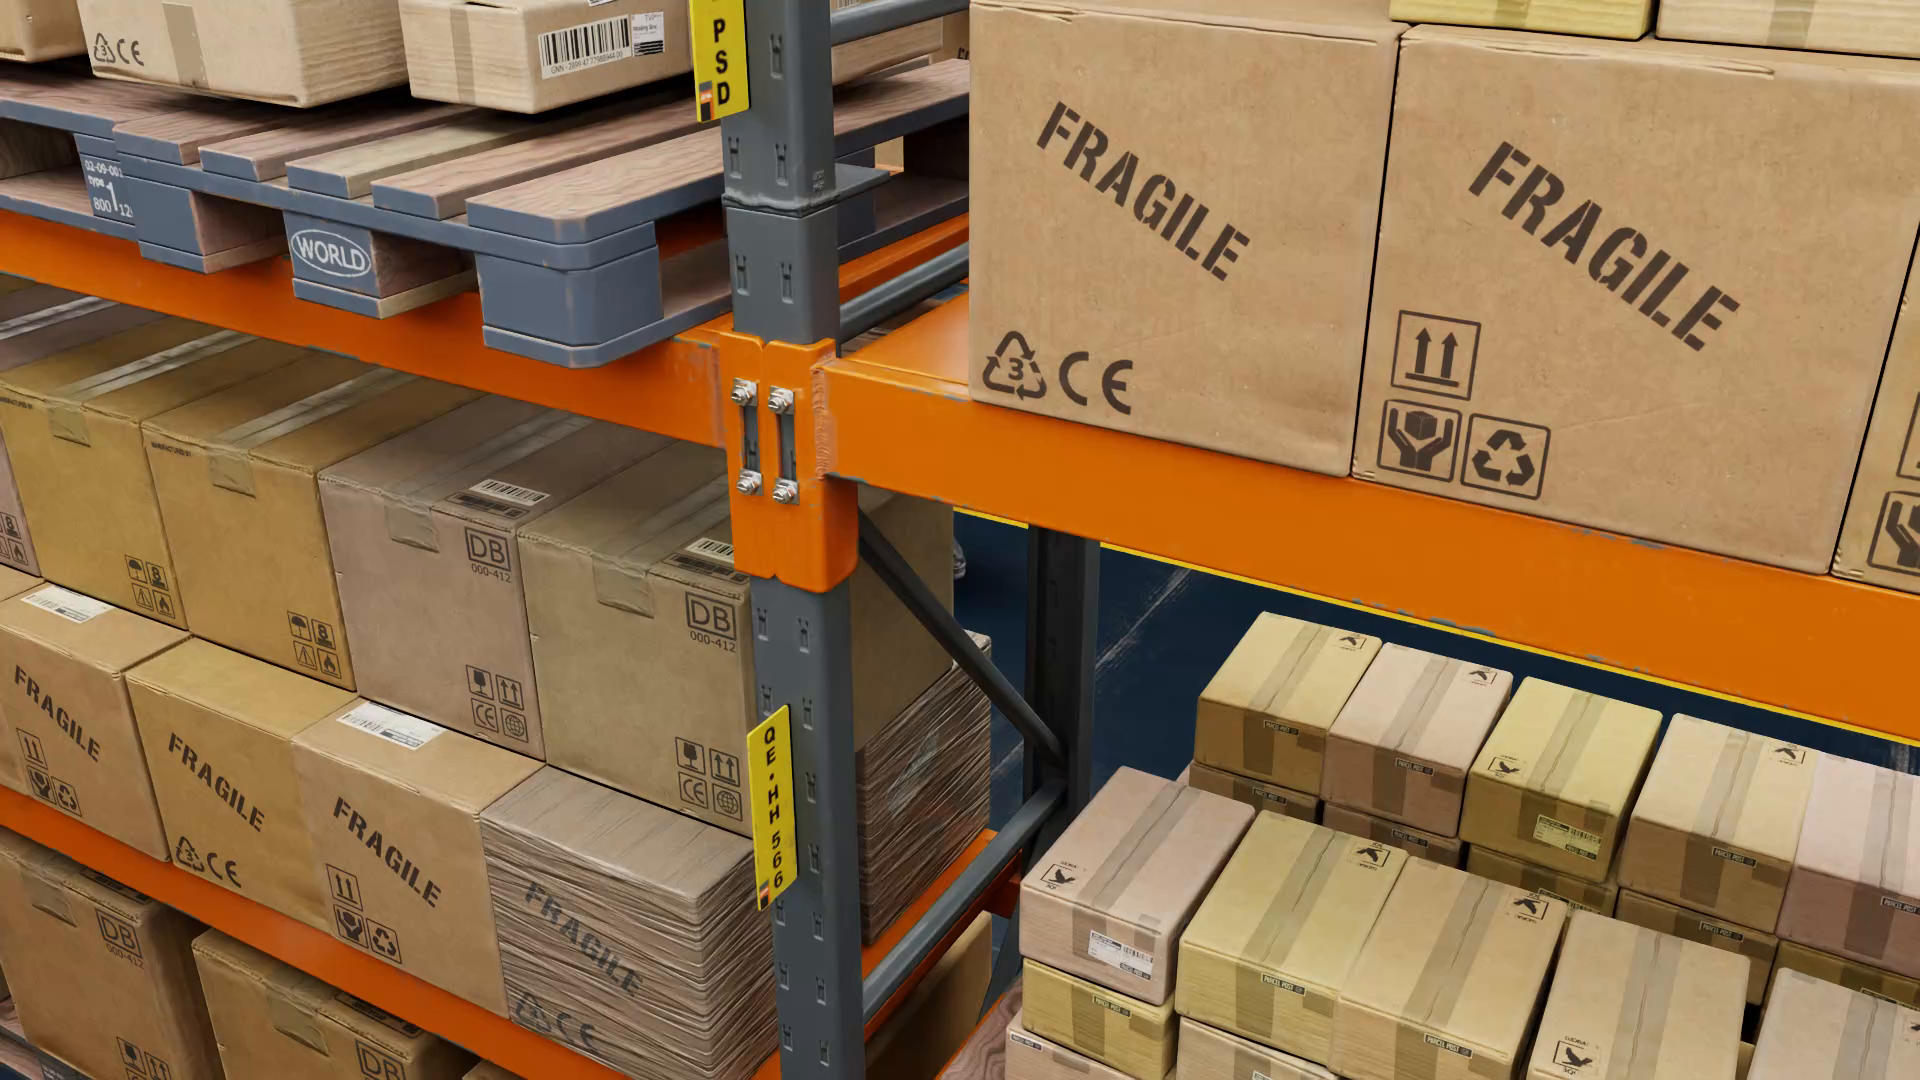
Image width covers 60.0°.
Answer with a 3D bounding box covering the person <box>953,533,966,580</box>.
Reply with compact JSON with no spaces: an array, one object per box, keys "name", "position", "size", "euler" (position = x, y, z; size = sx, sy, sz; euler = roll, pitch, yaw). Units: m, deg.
[{"name":"person","position":[-0.341,-0.269,7.540],"size":[0.996,0.960,0.513],"euler":[13,29,24]}]
